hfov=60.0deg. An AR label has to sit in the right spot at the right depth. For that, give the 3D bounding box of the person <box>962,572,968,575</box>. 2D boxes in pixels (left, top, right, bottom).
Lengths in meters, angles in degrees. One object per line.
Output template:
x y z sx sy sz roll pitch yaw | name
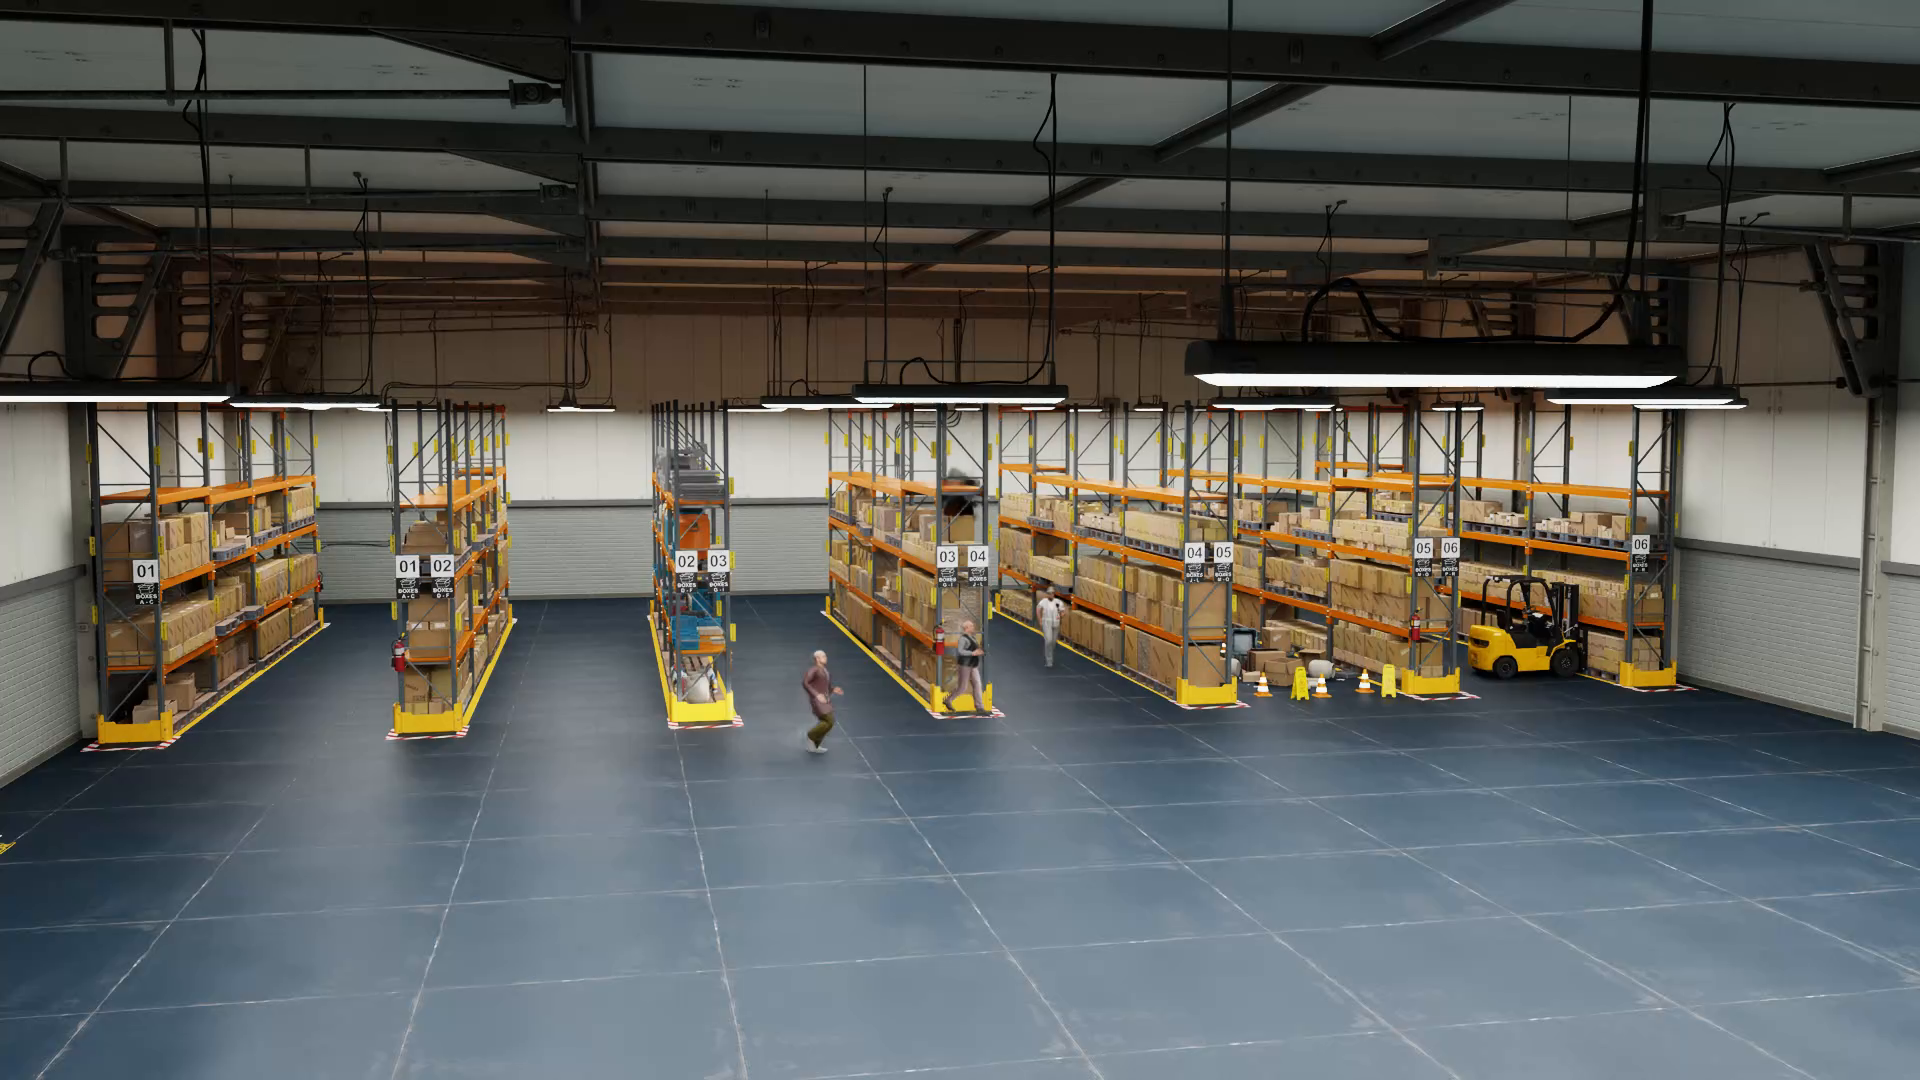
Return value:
0.114 1.311 47.635 0.616 1.703 0.916 -1 4 -7 | person

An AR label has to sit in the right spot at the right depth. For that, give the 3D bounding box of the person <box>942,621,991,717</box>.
0.132 2.353 30.494 0.941 1.746 0.667 2 5 26 | person

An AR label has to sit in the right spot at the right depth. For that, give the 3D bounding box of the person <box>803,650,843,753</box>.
-2.308 2.733 28.067 0.618 1.733 0.685 1 4 13 | person

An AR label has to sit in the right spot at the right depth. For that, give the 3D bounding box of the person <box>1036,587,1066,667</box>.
2.092 1.972 38.066 0.653 1.842 0.810 -1 4 -10 | person

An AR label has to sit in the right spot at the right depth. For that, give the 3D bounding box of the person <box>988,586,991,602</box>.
0.532 1.692 42.405 0.593 1.692 0.856 -1 5 -18 | person
